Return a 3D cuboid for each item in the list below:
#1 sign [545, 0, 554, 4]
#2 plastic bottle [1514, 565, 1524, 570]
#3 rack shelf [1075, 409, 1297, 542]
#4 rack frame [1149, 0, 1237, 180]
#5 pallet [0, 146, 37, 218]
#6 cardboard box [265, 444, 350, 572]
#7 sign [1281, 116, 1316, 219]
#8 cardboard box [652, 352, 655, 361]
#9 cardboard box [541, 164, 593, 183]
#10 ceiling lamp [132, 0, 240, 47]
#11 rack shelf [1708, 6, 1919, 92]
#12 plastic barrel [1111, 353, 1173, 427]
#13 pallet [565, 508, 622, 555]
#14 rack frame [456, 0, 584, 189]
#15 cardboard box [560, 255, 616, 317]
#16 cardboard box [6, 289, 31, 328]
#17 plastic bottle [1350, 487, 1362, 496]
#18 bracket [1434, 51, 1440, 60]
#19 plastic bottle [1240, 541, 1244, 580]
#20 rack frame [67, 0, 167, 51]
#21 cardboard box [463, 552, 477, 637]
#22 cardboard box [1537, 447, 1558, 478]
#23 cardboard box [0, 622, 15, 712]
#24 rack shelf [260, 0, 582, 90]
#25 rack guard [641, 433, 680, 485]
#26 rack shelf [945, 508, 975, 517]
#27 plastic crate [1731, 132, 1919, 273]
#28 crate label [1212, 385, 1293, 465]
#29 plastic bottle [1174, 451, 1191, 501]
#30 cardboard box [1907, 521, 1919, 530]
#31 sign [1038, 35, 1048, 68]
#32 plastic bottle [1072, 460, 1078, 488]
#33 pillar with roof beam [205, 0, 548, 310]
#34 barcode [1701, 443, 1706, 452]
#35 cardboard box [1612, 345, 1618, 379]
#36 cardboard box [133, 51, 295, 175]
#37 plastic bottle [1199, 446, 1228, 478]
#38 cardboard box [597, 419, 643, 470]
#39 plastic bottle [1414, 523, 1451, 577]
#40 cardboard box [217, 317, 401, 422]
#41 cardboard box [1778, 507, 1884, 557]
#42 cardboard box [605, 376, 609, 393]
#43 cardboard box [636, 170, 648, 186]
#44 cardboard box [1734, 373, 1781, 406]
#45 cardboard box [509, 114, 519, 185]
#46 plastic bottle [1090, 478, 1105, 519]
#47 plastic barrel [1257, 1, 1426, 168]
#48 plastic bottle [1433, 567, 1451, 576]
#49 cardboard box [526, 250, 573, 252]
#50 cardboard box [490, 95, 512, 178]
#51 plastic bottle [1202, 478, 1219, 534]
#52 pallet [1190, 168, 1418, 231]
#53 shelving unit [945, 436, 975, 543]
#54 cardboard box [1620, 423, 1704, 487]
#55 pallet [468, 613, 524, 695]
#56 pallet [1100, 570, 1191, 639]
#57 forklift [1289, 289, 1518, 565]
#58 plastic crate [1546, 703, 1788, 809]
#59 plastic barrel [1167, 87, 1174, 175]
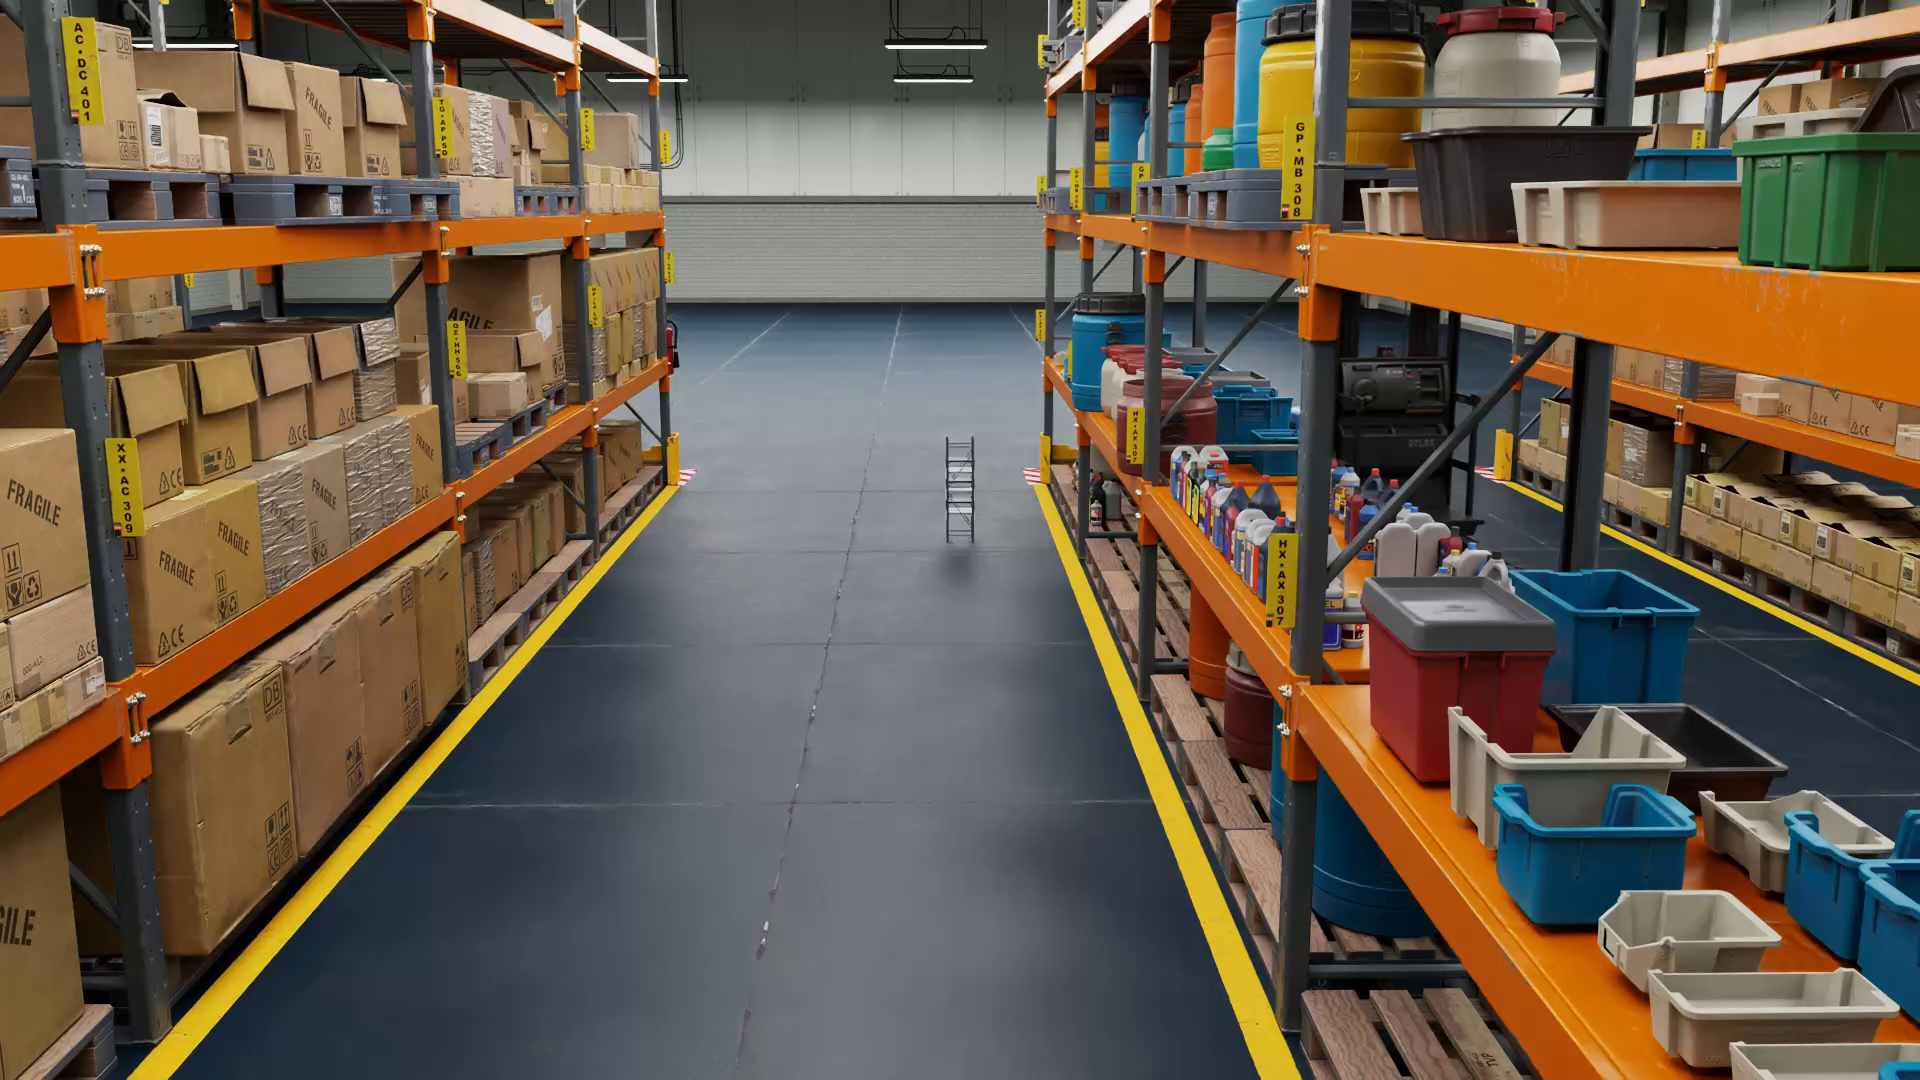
[{"bbox_3d":[-4.101,-5.527,16.622,0.100,0.325,0.005,0,11,-1],"label":"sign"},{"bbox_3d":[2.057,0.228,6.182,0.061,0.283,0.133,0,11,-1],"label":"plastic bottle"},{"bbox_3d":[1.517,-0.568,11.623,1.077,0.370,4.000,0,11,-1],"label":"rack shelf"},{"bbox_3d":[1.559,-3.463,8.995,1.000,3.000,0.127,0,11,-1],"label":"rack frame"},{"bbox_3d":[-3.304,-0.971,4.481,1.003,0.211,1.213,0,11,-1],"label":"pallet"},{"bbox_3d":[-3.107,-0.151,7.507,0.500,0.500,0.500,0,11,0],"label":"cardboard box"},{"bbox_3d":[1.091,-1.200,5.364,0.100,0.325,0.005,0,11,-1],"label":"sign"},{"bbox_3d":[-3.346,-1.914,17.080,0.380,0.149,0.250,0,11,-1],"label":"cardboard box"},{"bbox_3d":[-3.175,-2.955,13.412,0.380,0.149,0.250,-1,11,-3],"label":"cardboard box"},{"bbox_3d":[-14.919,-11.093,31.926,2.000,3.185,0.800,0,11,-1],"label":"ceiling lamp"},{"bbox_3d":[6.470,-3.331,11.163,1.077,0.370,4.000,0,11,-1],"label":"rack shelf"},{"bbox_3d":[1.292,-1.048,11.836,0.433,0.535,0.433,0,11,0],"label":"plastic barrel"},{"bbox_3d":[-3.525,-0.064,14.345,1.003,0.211,1.213,0,11,-1],"label":"pallet"},{"bbox_3d":[-3.476,-4.238,12.814,1.000,3.000,0.127,0,11,-1],"label":"rack frame"},{"bbox_3d":[-3.243,-2.172,14.207,0.500,0.500,0.500,0,11,-1],"label":"cardboard box"},{"bbox_3d":[-8.538,-2.082,14.185,0.875,0.550,0.550,0,11,-1],"label":"cardboard box"},{"bbox_3d":[1.994,-0.162,8.312,0.097,0.201,0.097,0,11,0],"label":"plastic bottle"},{"bbox_3d":[11.335,-11.409,39.110,0.235,0.232,0.430,0,11,-1],"label":"bracket"},{"bbox_3d":[1.259,0.070,7.168,0.097,0.201,0.097,0,11,0],"label":"plastic bottle"},{"bbox_3d":[-8.520,-5.032,16.732,1.000,3.000,0.127,0,11,-1],"label":"rack frame"},{"bbox_3d":[-3.427,0.374,10.352,0.700,0.500,0.500,-1,11,-4],"label":"cardboard box"},{"bbox_3d":[6.148,-0.784,16.738,0.500,0.250,0.500,0,11,-1],"label":"cardboard box"},{"bbox_3d":[-3.026,0.410,4.623,0.500,0.250,0.500,0,11,1],"label":"cardboard box"},{"bbox_3d":[-3.435,-3.291,10.966,1.077,0.370,4.000,0,11,-1],"label":"rack shelf"},{"bbox_3d":[-3.557,-0.852,17.504,1.175,0.500,0.348,0,11,-1],"label":"rack guard"},{"bbox_3d":[0.000,-0.230,14.504,0.258,0.077,0.200,0,11,-1],"label":"rack shelf"},{"bbox_3d":[1.418,-0.494,2.436,0.450,0.188,0.336,0,11,-1],"label":"plastic crate"},{"bbox_3d":[1.808,-0.739,10.567,0.502,0.435,0.616,0,11,-1],"label":"crate label"},{"bbox_3d":[1.219,-0.349,9.059,0.097,0.271,0.097,0,11,0],"label":"plastic bottle"},{"bbox_3d":[6.766,0.013,11.397,0.500,0.311,0.500,-1,11,-3],"label":"cardboard box"},{"bbox_3d":[0.843,-4.949,16.847,0.100,0.325,0.005,0,11,-1],"label":"sign"},{"bbox_3d":[1.119,-0.630,15.875,0.097,0.271,0.097,0,11,0],"label":"plastic bottle"},{"bbox_3d":[-15.632,-10.810,45.210,9.100,9.000,0.548,0,11,-1],"label":"pillar with roof beam"},{"bbox_3d":[6.017,-0.746,13.458,0.001,0.075,0.075,0,11,-1],"label":"barcode"},{"bbox_3d":[6.377,-1.781,15.542,0.700,0.500,0.500,0,11,1],"label":"cardboard box"},{"bbox_3d":[-3.330,-1.823,7.140,0.797,0.503,0.637,0,11,-2],"label":"cardboard box"},{"bbox_3d":[1.396,-0.375,9.176,0.152,0.276,0.135,0,11,-1],"label":"plastic bottle"},{"bbox_3d":[-3.563,-0.949,16.924,0.500,0.500,0.500,2,12,9],"label":"cardboard box"},{"bbox_3d":[1.993,0.056,7.053,0.152,0.276,0.135,0,11,-1],"label":"plastic bottle"},{"bbox_3d":[-3.394,-0.898,8.665,0.797,0.503,0.637,0,11,1],"label":"cardboard box"},{"bbox_3d":[6.221,-0.082,11.867,0.500,0.311,0.500,0,11,0],"label":"cardboard box"},{"bbox_3d":[-3.205,-1.318,14.142,0.380,0.149,0.250,0,11,-1],"label":"cardboard box"},{"bbox_3d":[-3.209,-3.475,15.972,0.380,0.149,0.250,0,11,-1],"label":"cardboard box"},{"bbox_3d":[6.482,-1.166,13.141,0.500,0.250,0.500,0,11,2],"label":"cardboard box"},{"bbox_3d":[-3.545,-2.743,11.674,0.797,0.503,0.637,0,11,1],"label":"cardboard box"},{"bbox_3d":[1.174,-0.362,14.356,0.144,0.351,0.185,-1,11,-3],"label":"plastic bottle"},{"bbox_3d":[1.419,-1.676,6.204,0.600,0.588,0.600,0,11,0],"label":"plastic barrel"},{"bbox_3d":[1.881,0.208,6.491,0.097,0.201,0.097,0,11,0],"label":"plastic bottle"},{"bbox_3d":[-3.805,-2.468,15.666,0.500,0.500,0.500,0,11,-1],"label":"cardboard box"},{"bbox_3d":[-3.170,-2.562,10.589,0.500,0.500,0.500,-1,11,-3],"label":"cardboard box"},{"bbox_3d":[1.238,-0.165,8.154,0.097,0.271,0.097,0,11,0],"label":"plastic bottle"},{"bbox_3d":[1.527,-1.261,6.159,1.213,0.211,1.003,0,11,-1],"label":"pallet"},{"bbox_3d":[0.000,-0.439,14.462,0.258,0.900,0.210,0,11,-1],"label":"shelving unit"},{"bbox_3d":[6.201,-0.754,14.705,0.500,0.500,0.500,0,11,-1],"label":"cardboard box"},{"bbox_3d":[-3.408,0.709,10.534,1.003,0.211,1.213,0,11,-1],"label":"pallet"},{"bbox_3d":[1.559,0.448,11.821,1.003,0.211,1.213,0,11,-1],"label":"pallet"},{"bbox_3d":[3.679,-1.327,13.727,1.130,2.935,3.031,-2,12,-8],"label":"forklift"},{"bbox_3d":[1.933,0.599,4.602,0.437,0.125,0.590,0,11,-1],"label":"plastic crate"},{"bbox_3d":[1.717,-2.803,12.028,0.600,0.901,0.600,0,11,0],"label":"plastic barrel"}]
